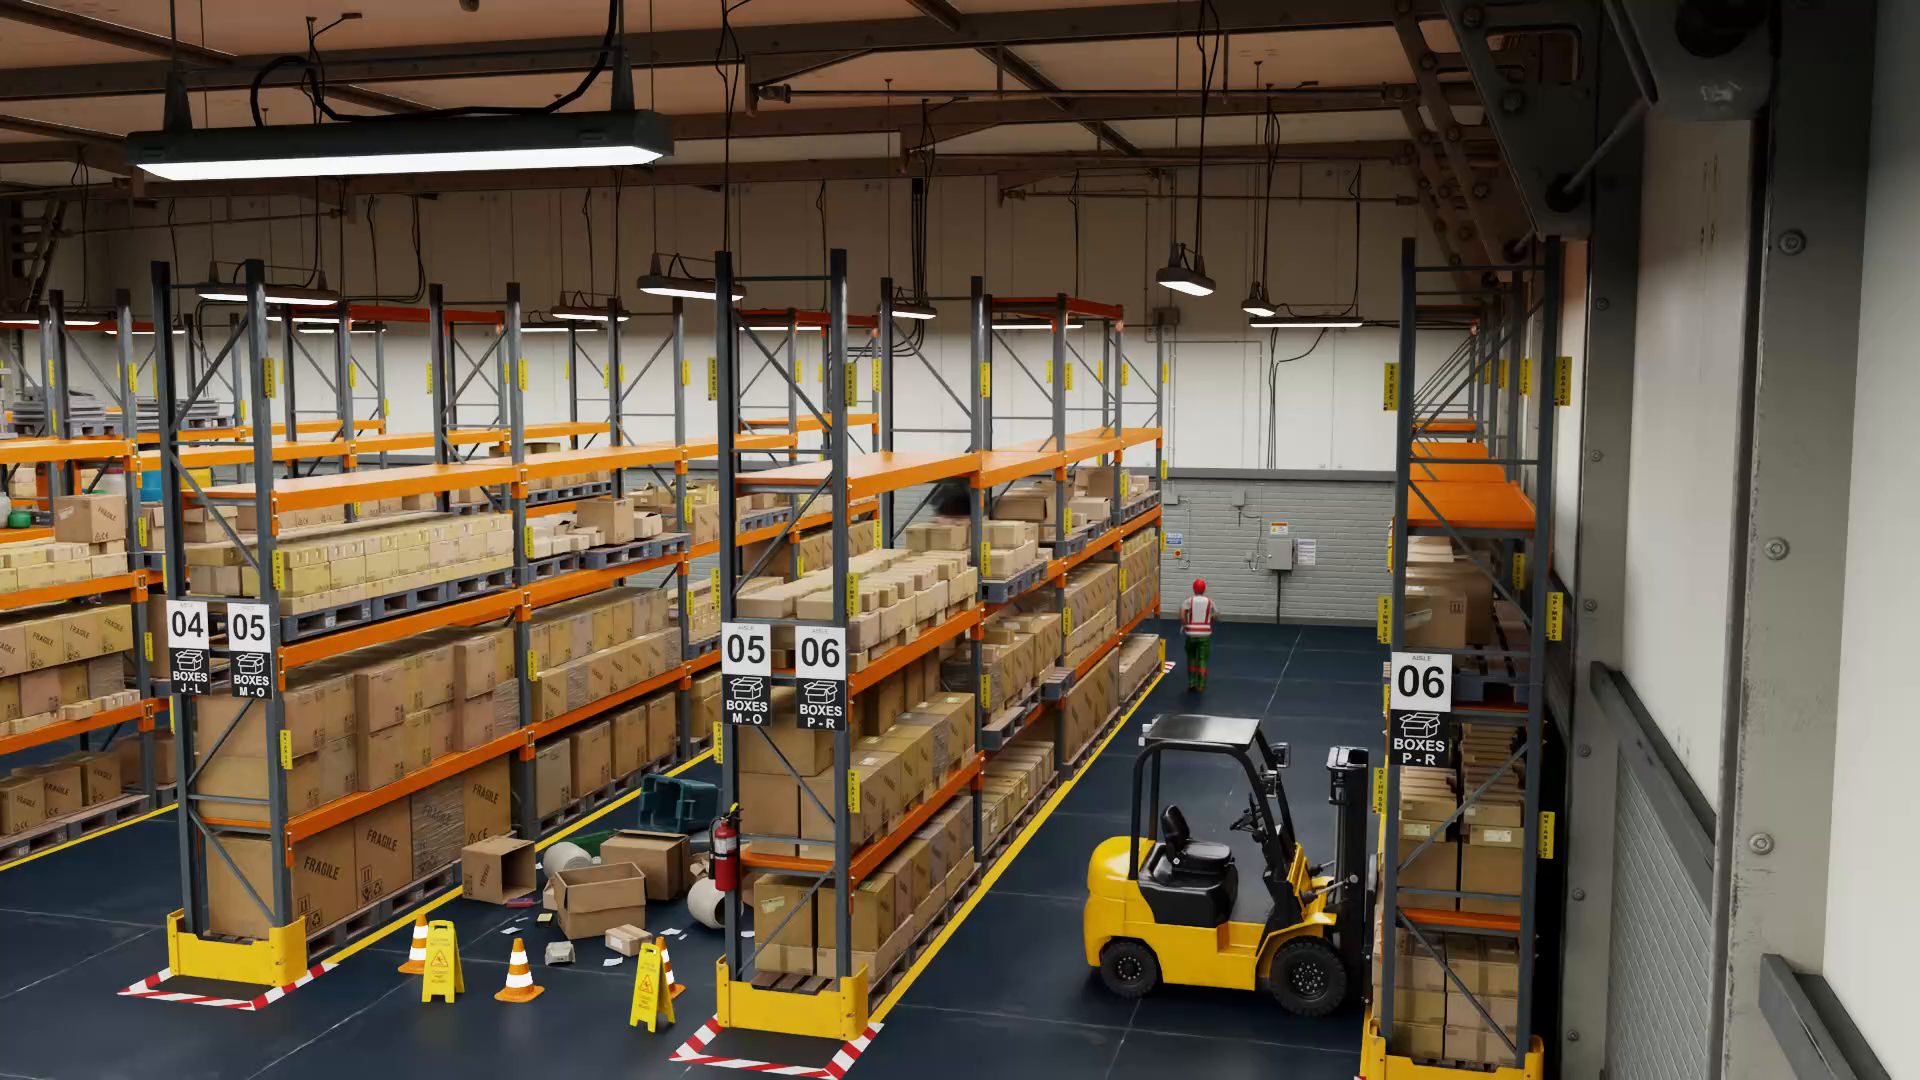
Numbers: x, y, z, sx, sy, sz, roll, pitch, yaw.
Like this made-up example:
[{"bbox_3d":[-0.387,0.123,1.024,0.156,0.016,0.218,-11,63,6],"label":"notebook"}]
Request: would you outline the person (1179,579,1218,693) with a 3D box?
[{"bbox_3d":[3.727,1.529,25.978,0.592,1.835,0.849,1,6,11],"label":"person"}]
